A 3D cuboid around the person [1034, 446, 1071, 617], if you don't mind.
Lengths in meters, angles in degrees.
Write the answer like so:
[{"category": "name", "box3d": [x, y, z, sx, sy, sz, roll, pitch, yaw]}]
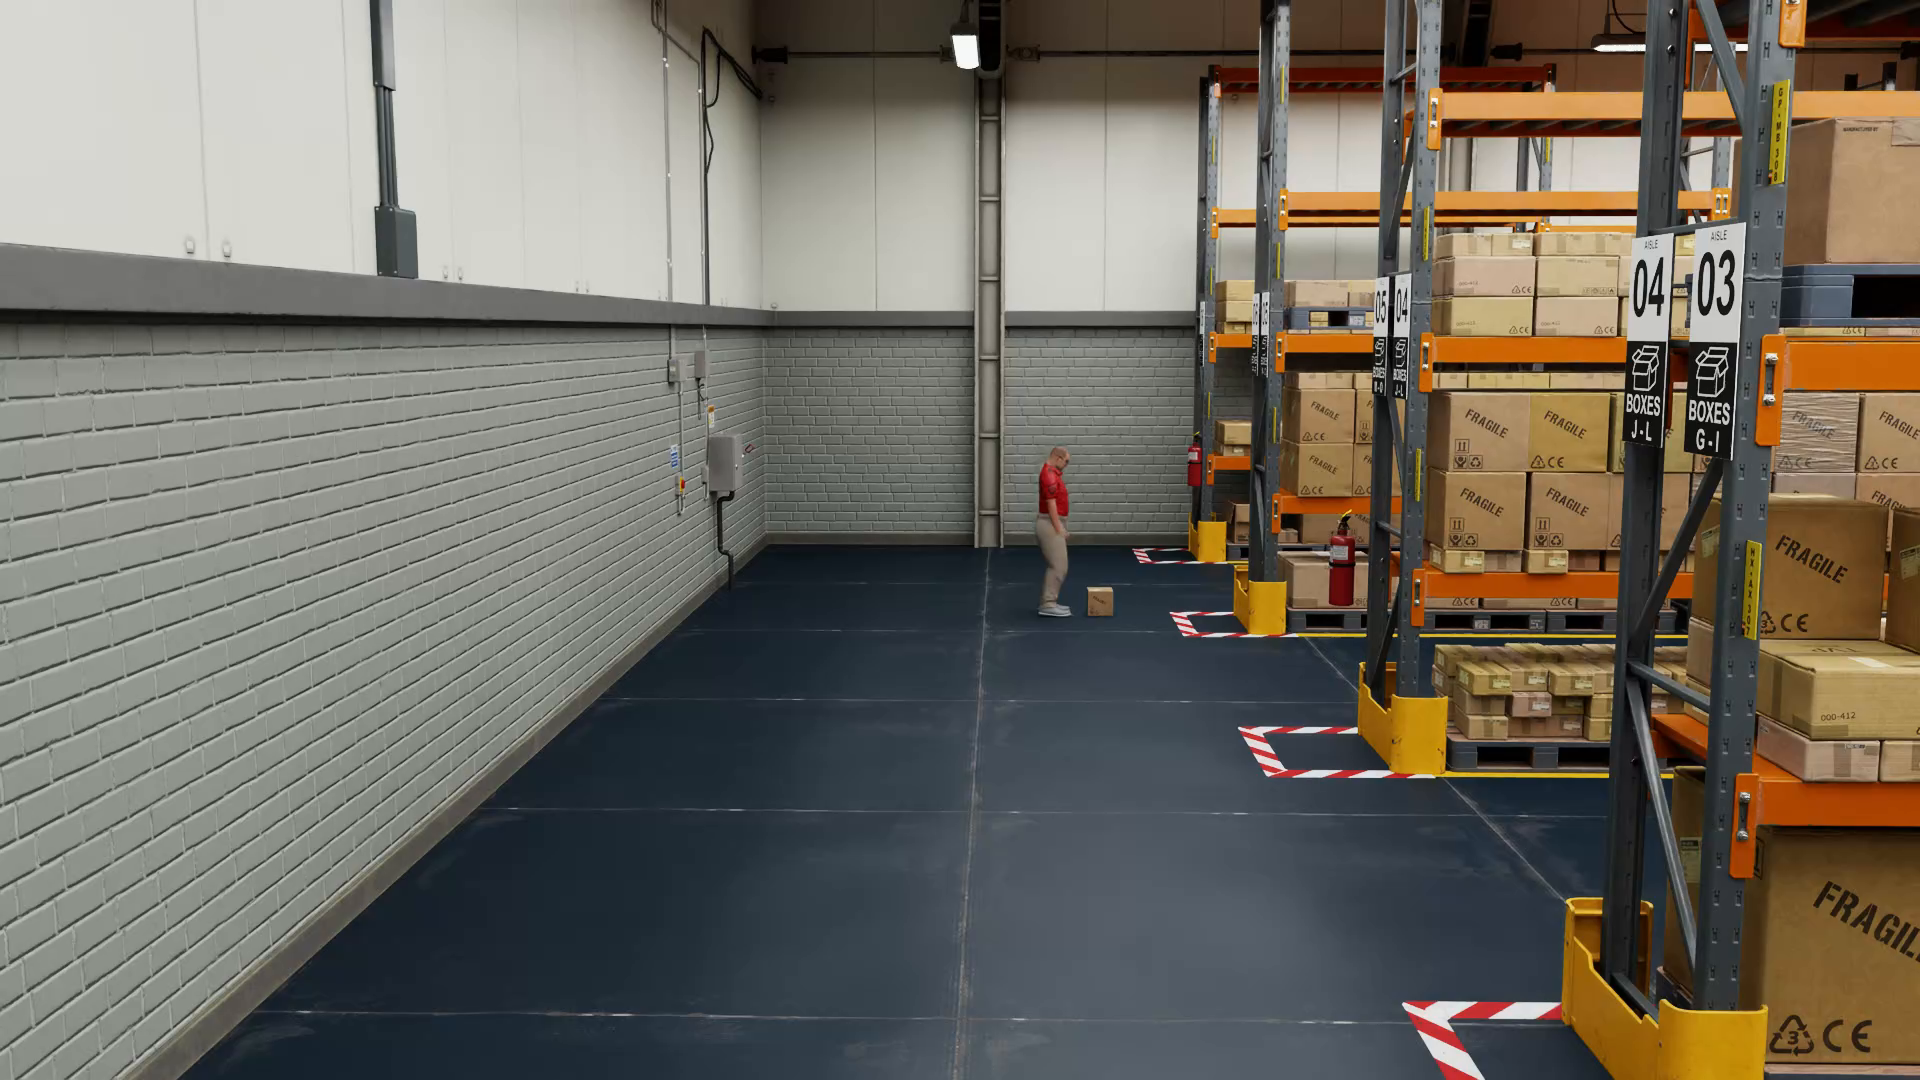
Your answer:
[{"category": "person", "box3d": [0.935, -0.096, 16.742, 0.375, 1.704, 0.544, 0, 7, 3]}]
